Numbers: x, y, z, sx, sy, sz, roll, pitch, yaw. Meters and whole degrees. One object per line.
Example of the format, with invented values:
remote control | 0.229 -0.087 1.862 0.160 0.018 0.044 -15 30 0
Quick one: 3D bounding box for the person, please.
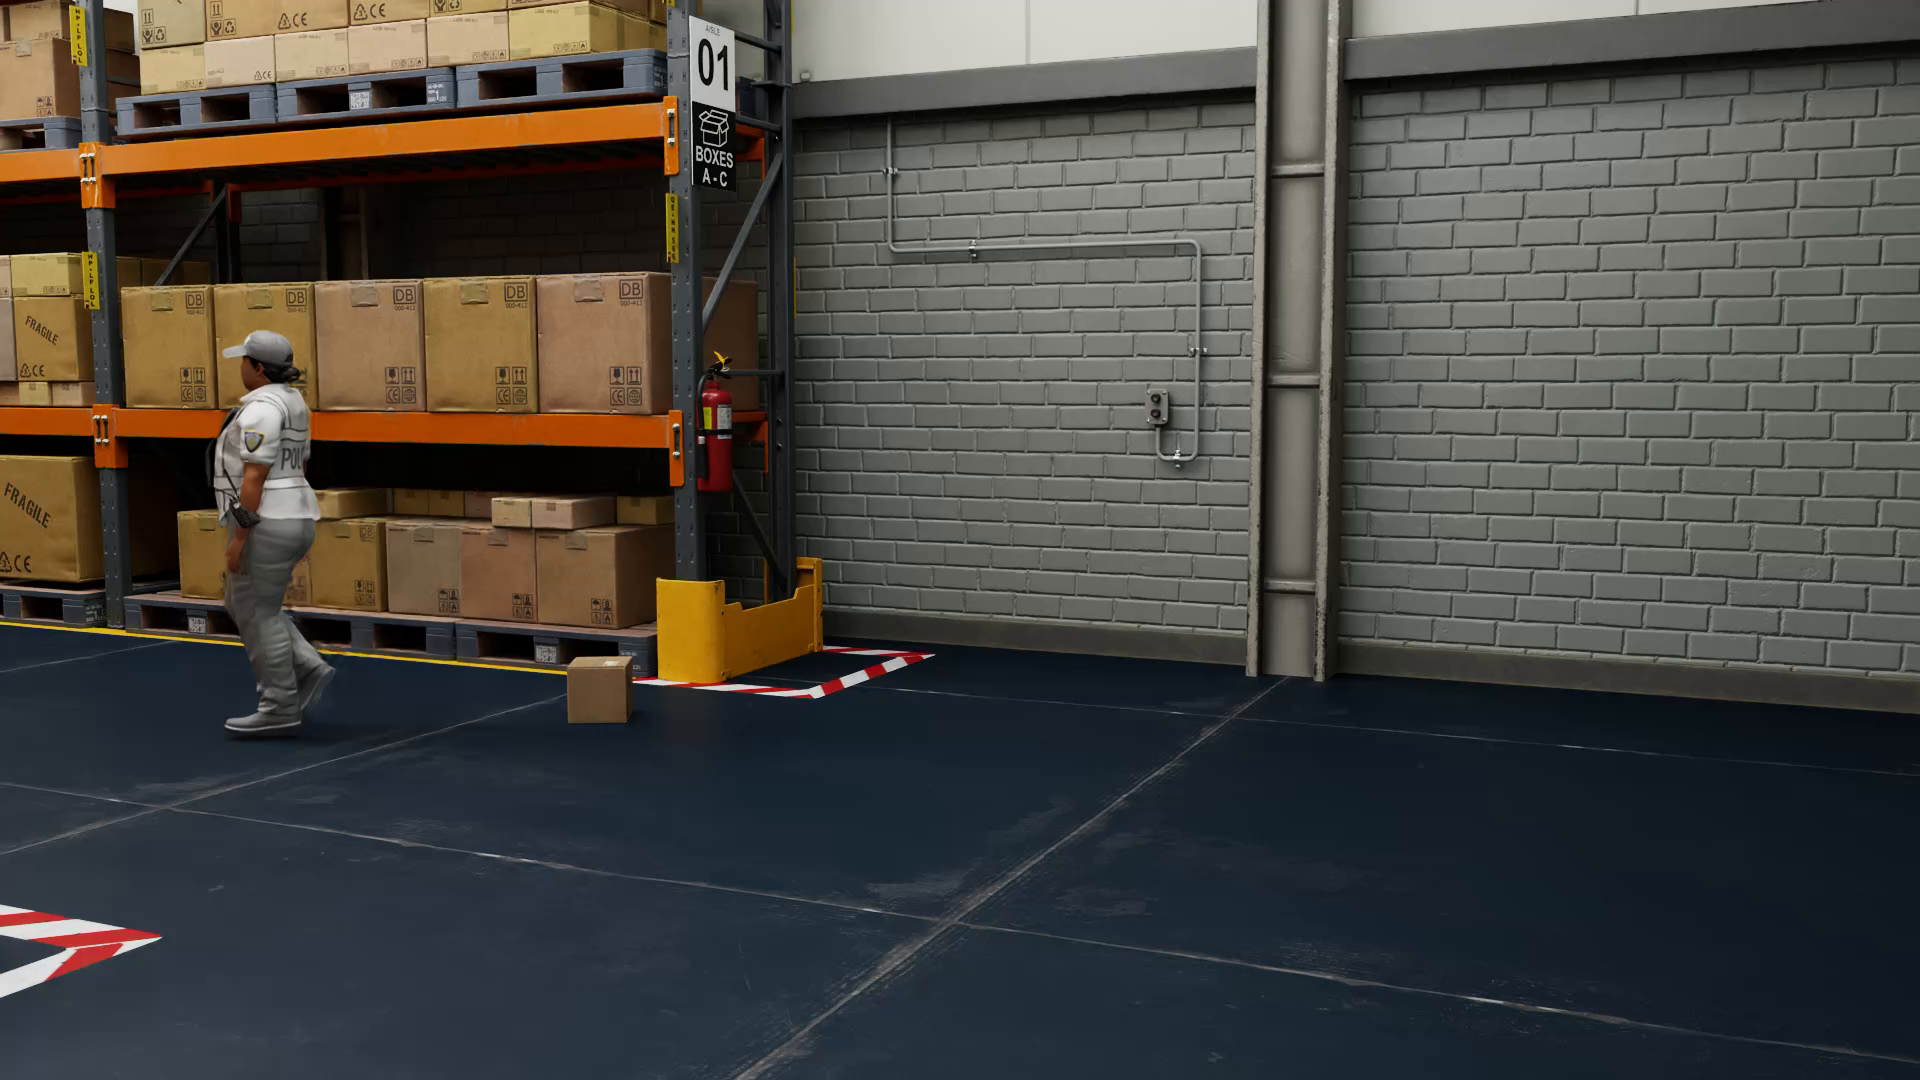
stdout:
person | -2.878 -0.030 6.892 0.453 1.667 0.479 -1 6 -5
